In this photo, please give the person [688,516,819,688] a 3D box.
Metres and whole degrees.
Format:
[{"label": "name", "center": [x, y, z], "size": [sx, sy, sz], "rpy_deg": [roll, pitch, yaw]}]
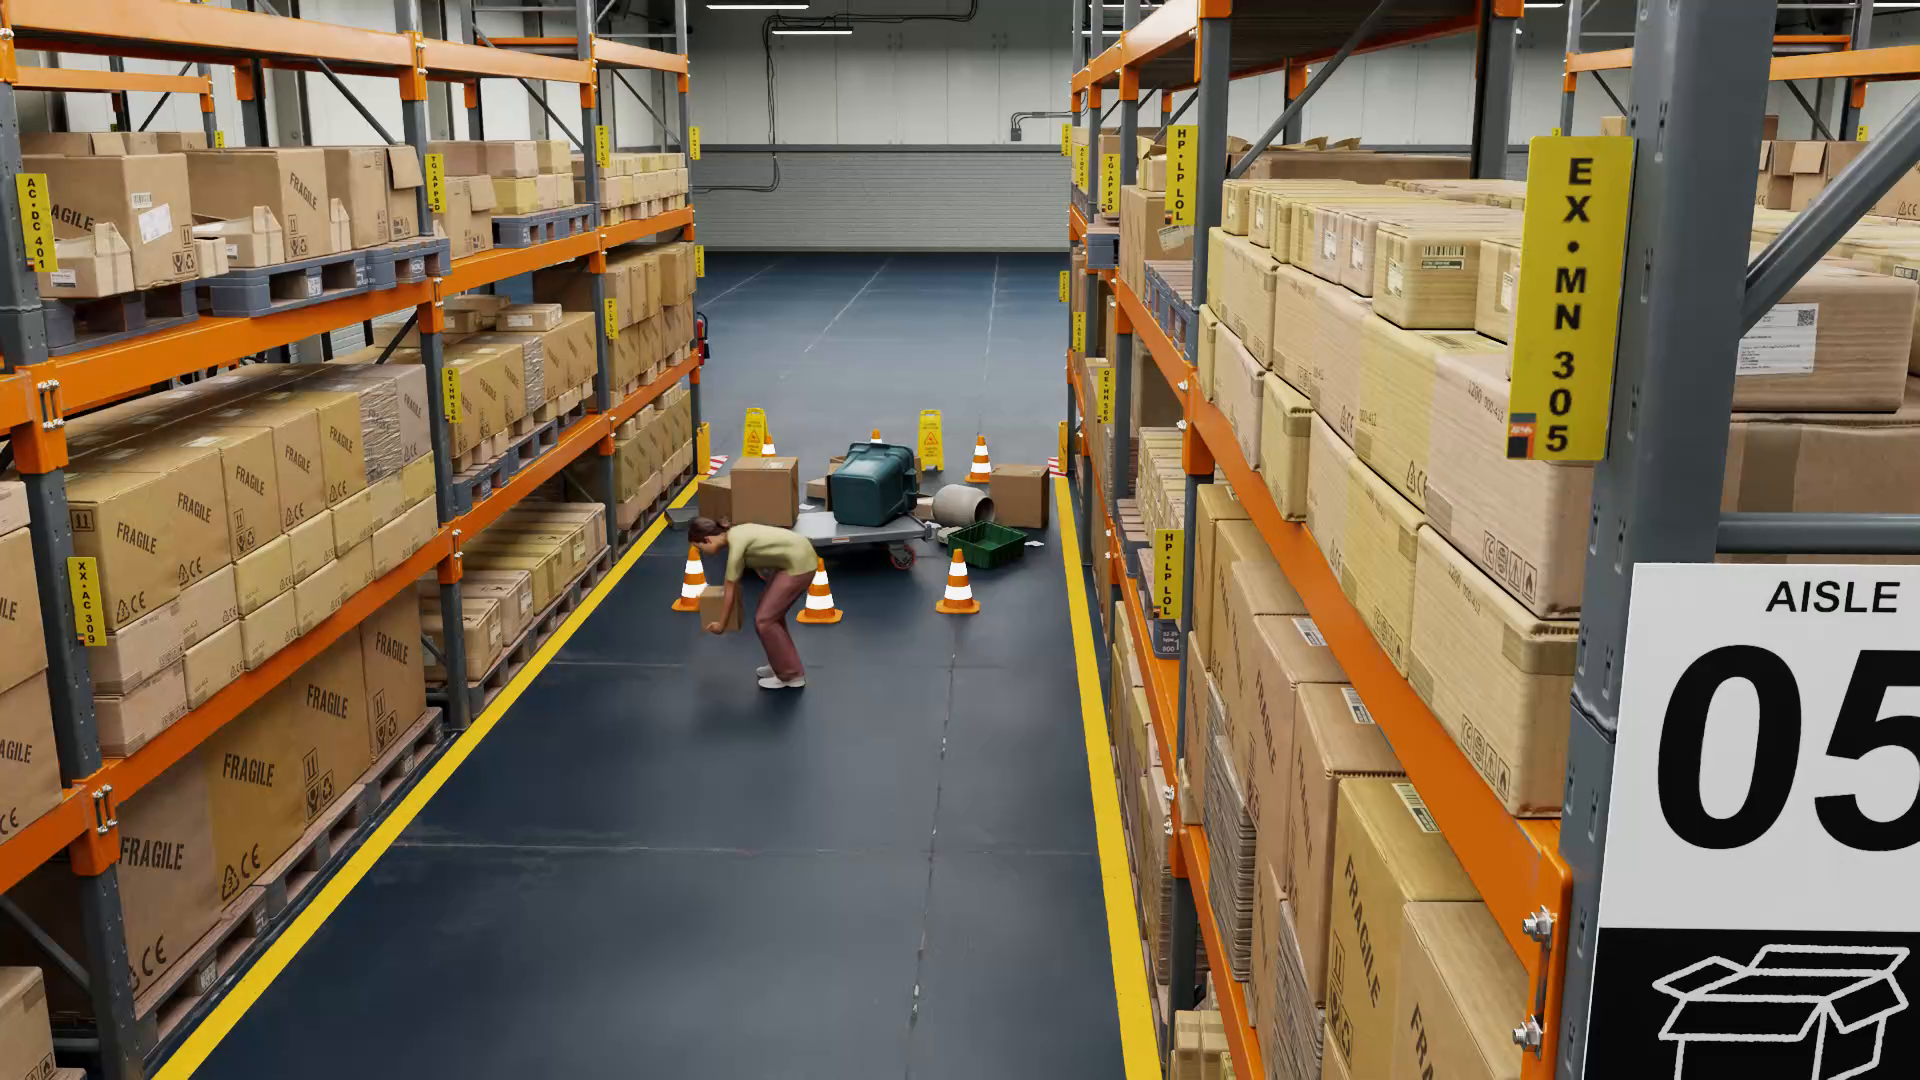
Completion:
[{"label": "person", "center": [-1.360, 0.396, 11.018], "size": [0.853, 1.143, 0.440], "rpy_deg": [0, 14, -1]}]
